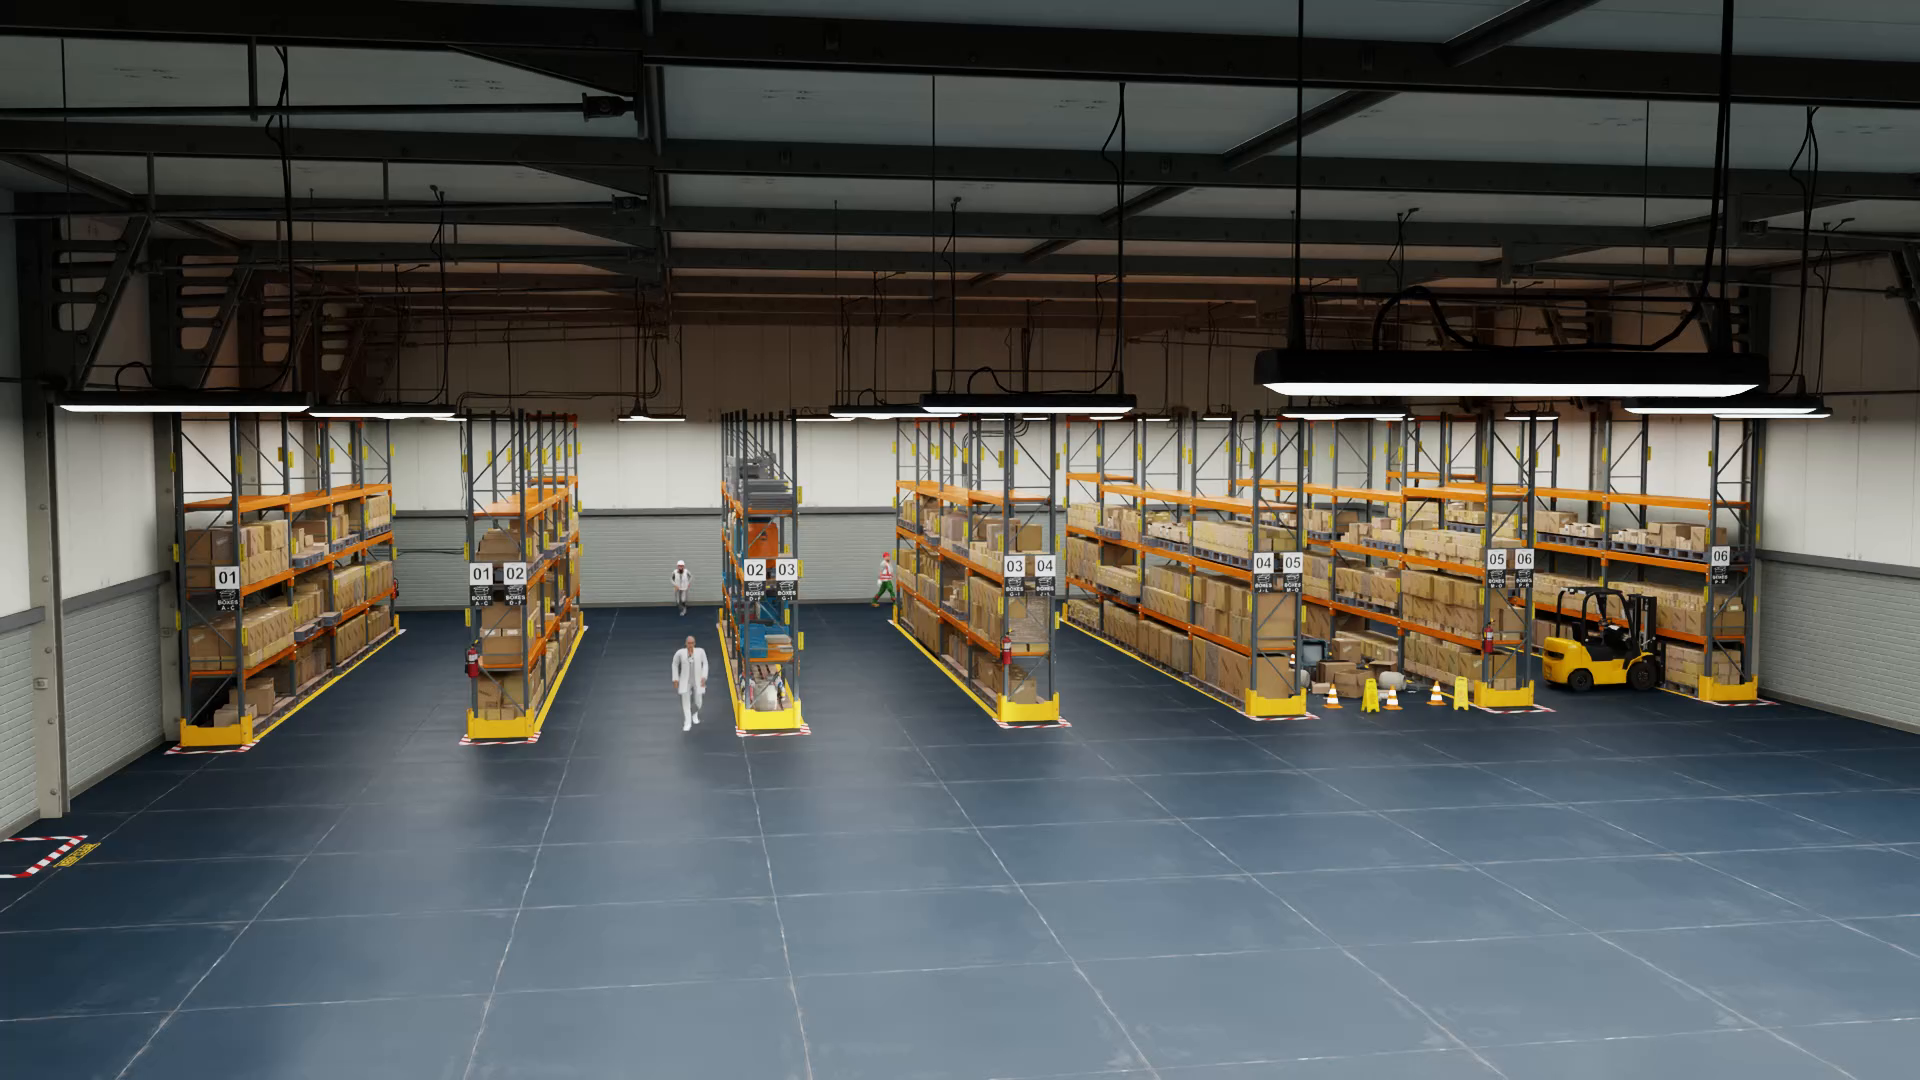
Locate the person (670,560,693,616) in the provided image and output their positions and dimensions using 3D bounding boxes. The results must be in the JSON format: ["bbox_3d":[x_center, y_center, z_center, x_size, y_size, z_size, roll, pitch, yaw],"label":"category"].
[{"bbox_3d":[-8.284,1.434,49.473,0.650,1.682,0.724,0,4,0],"label":"person"}]

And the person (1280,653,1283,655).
[{"bbox_3d":[7.640,2.051,40.004,0.549,1.764,0.564,-2,4,-22],"label":"person"}]

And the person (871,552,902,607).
[{"bbox_3d":[-2.249,1.248,51.649,1.082,1.746,0.505,0,4,6],"label":"person"}]

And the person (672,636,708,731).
[{"bbox_3d":[-5.092,2.668,31.334,0.673,1.765,0.740,-1,4,-15],"label":"person"}]
